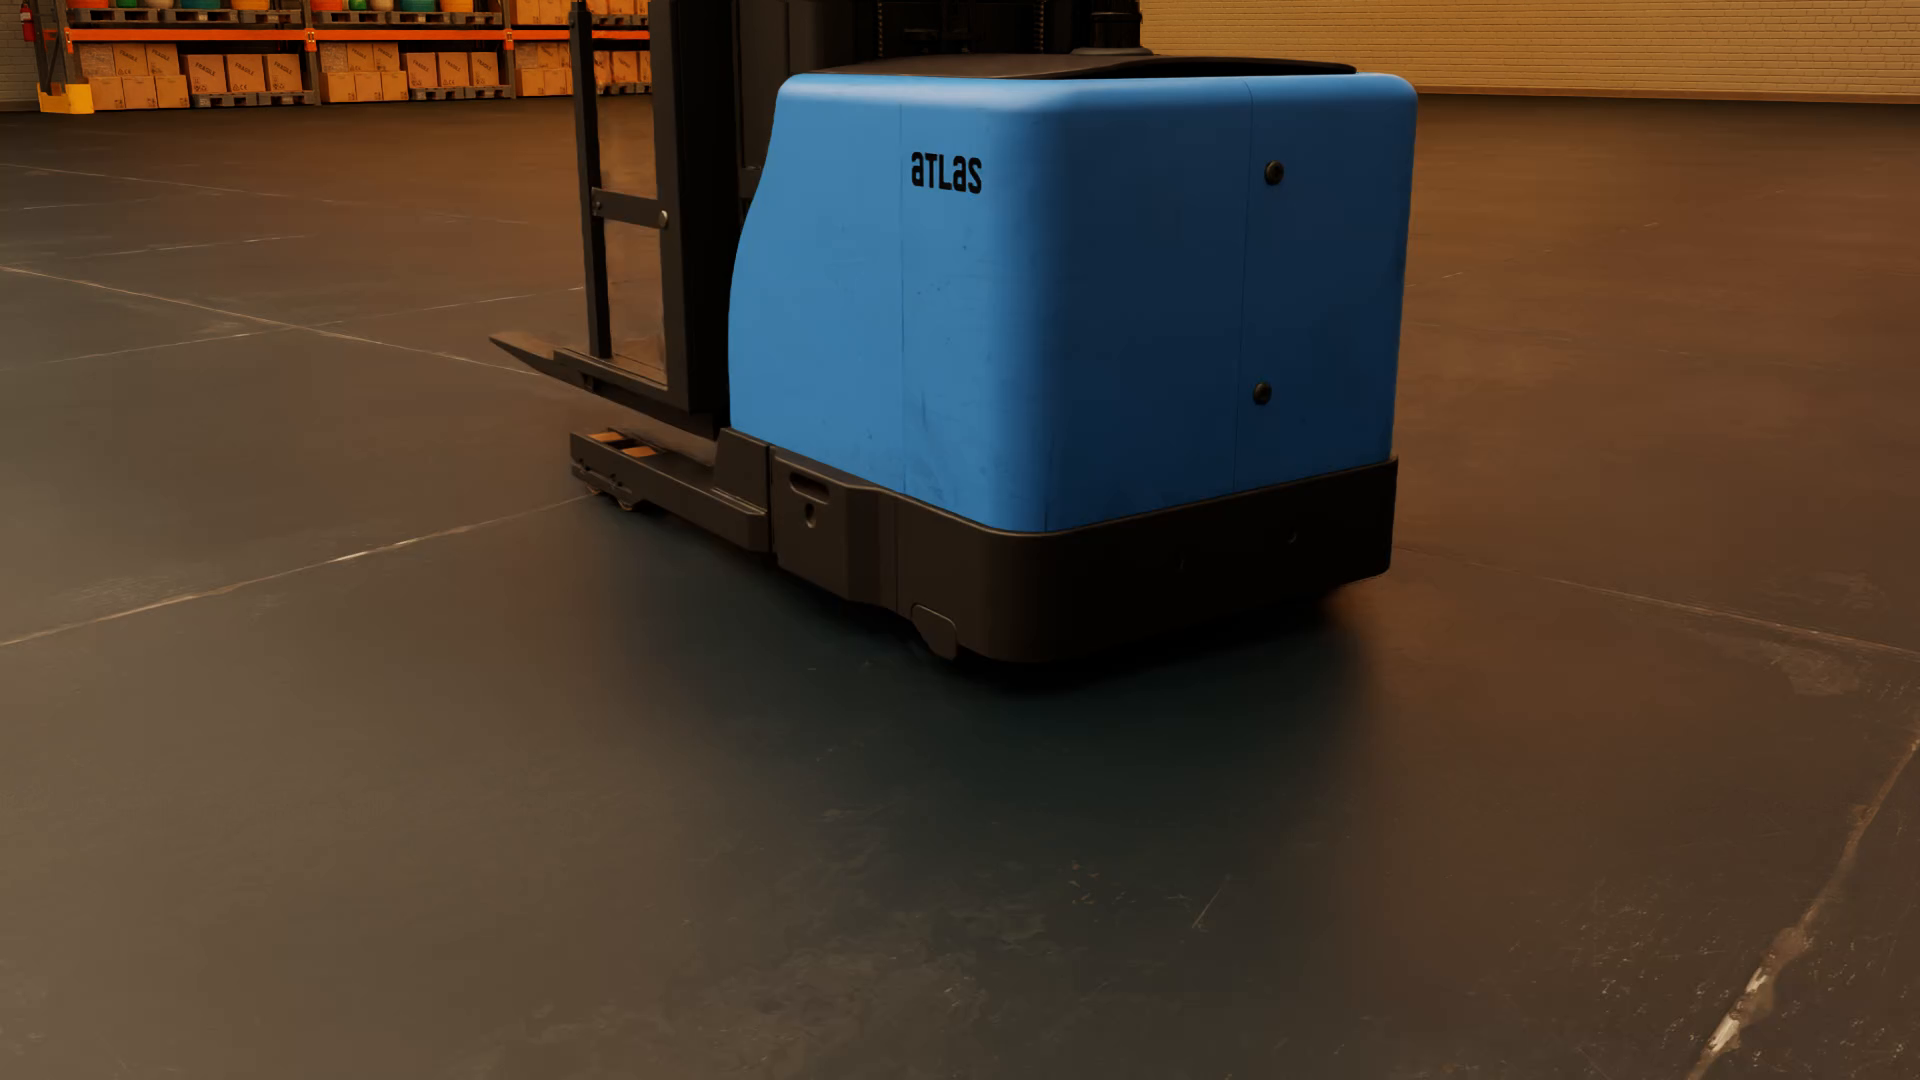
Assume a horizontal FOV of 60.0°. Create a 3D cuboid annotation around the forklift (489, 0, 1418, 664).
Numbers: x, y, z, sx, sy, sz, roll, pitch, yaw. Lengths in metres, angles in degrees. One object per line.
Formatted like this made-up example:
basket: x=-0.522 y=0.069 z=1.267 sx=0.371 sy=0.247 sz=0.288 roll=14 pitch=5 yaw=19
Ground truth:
forklift: x=-0.358 y=-1.546 z=3.989 sx=1.130 sy=2.935 sz=3.031 roll=-12 pitch=21 yaw=-34
